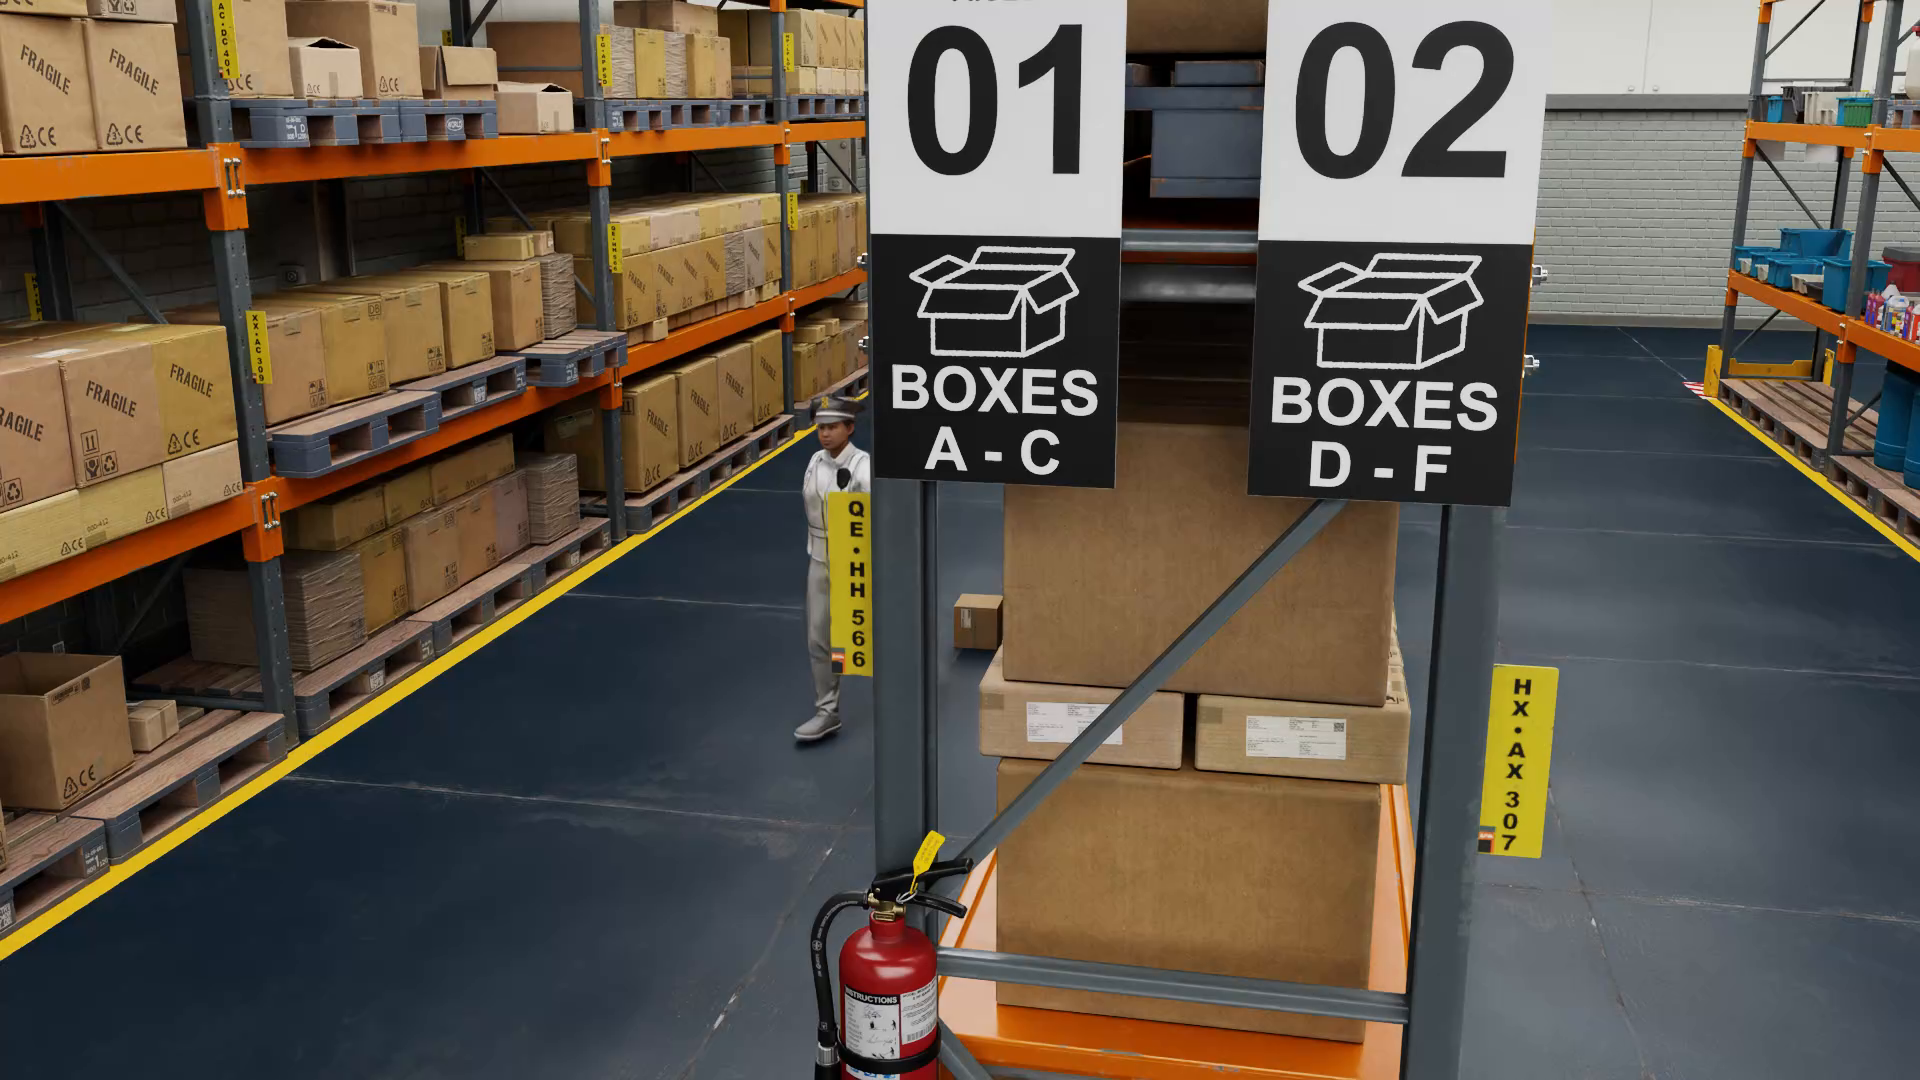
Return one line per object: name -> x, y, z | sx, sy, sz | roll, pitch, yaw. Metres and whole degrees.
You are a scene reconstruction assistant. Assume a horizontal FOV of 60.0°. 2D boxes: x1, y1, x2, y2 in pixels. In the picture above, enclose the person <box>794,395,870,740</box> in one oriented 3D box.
person -> -0.504, 0.094, 8.058 | 0.494, 1.653, 0.807 | 10, 18, 32
